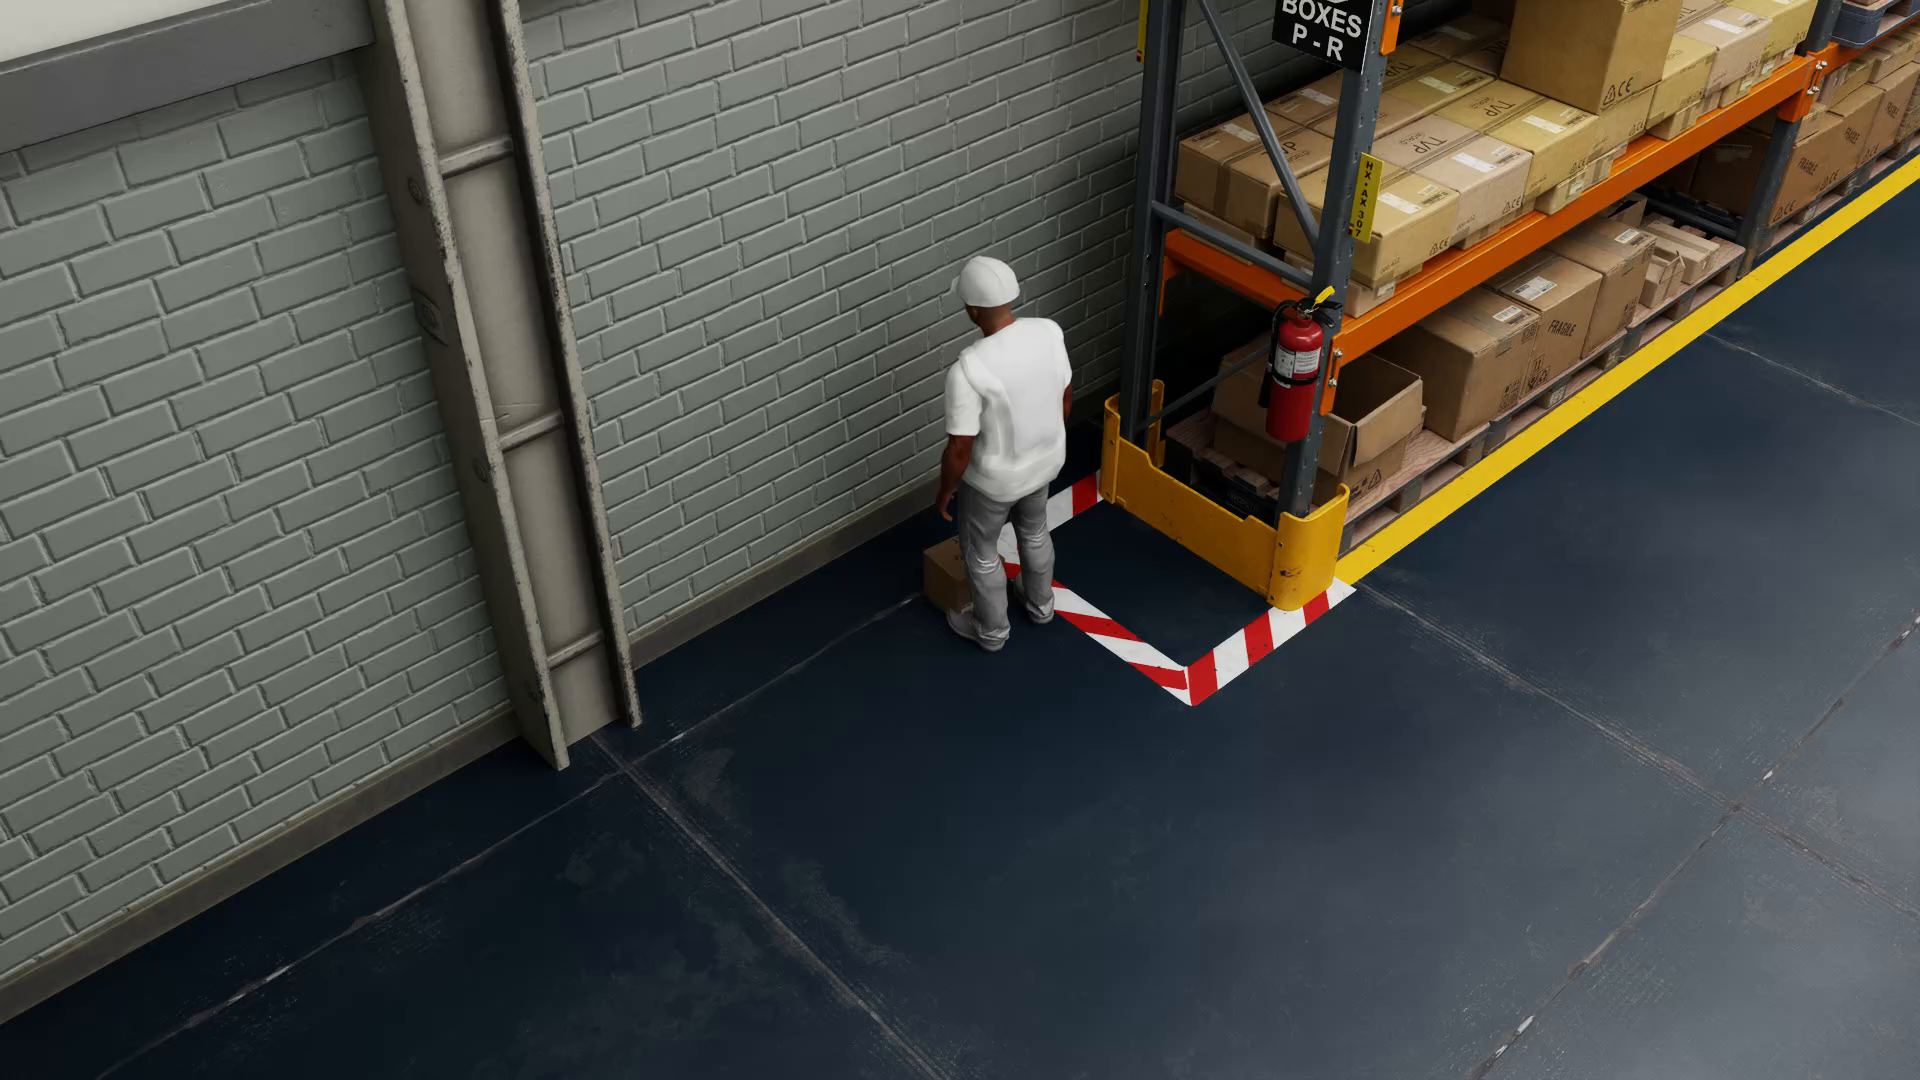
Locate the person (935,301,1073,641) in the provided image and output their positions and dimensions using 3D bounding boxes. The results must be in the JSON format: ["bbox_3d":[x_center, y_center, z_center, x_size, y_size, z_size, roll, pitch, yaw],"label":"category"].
[{"bbox_3d":[0.159,-0.323,6.515,0.633,1.660,0.362,-27,47,-29],"label":"person"}]
